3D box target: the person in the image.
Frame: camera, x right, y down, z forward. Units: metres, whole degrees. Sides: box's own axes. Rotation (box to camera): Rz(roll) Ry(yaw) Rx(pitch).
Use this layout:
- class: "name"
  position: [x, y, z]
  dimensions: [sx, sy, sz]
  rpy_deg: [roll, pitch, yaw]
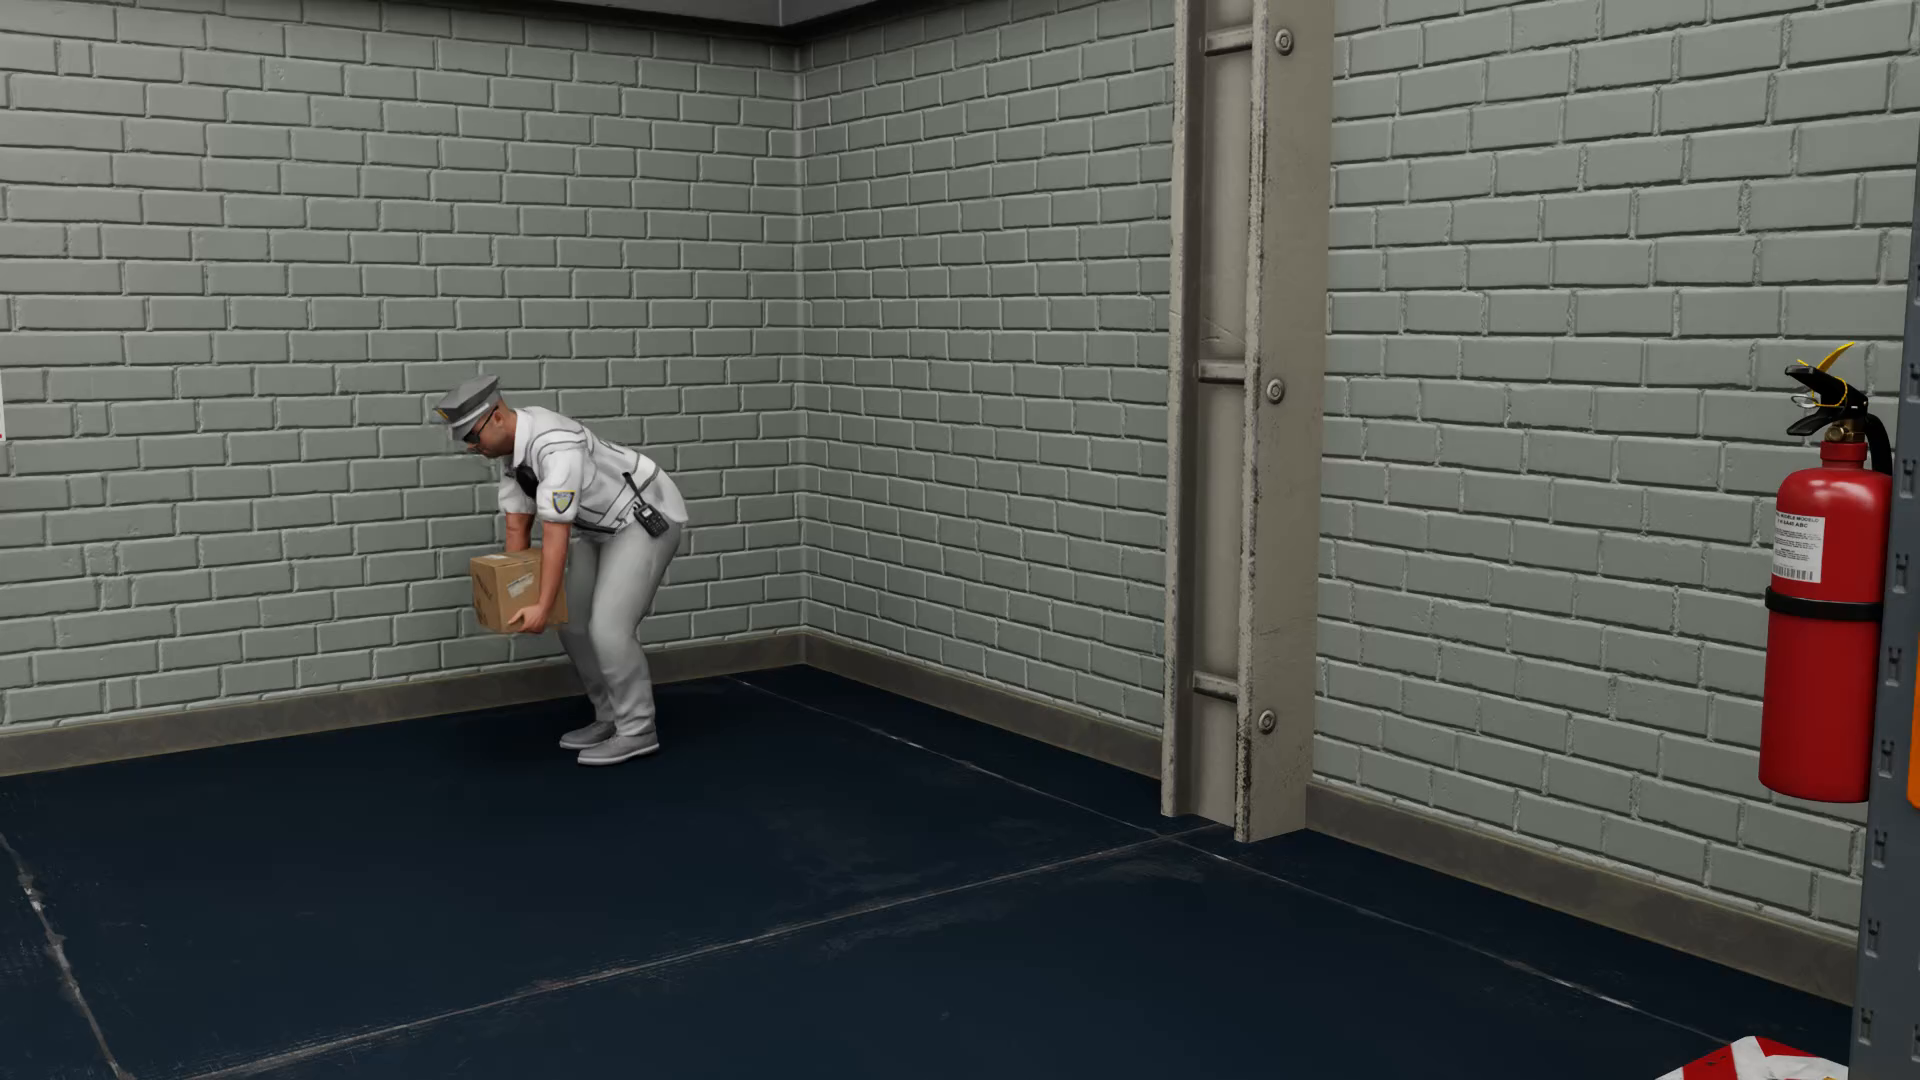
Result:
- class: "person"
  position: [-1.461, 0.109, 6.137]
  dimensions: [0.931, 1.445, 0.490]
  rpy_deg: [-6, 10, -37]
